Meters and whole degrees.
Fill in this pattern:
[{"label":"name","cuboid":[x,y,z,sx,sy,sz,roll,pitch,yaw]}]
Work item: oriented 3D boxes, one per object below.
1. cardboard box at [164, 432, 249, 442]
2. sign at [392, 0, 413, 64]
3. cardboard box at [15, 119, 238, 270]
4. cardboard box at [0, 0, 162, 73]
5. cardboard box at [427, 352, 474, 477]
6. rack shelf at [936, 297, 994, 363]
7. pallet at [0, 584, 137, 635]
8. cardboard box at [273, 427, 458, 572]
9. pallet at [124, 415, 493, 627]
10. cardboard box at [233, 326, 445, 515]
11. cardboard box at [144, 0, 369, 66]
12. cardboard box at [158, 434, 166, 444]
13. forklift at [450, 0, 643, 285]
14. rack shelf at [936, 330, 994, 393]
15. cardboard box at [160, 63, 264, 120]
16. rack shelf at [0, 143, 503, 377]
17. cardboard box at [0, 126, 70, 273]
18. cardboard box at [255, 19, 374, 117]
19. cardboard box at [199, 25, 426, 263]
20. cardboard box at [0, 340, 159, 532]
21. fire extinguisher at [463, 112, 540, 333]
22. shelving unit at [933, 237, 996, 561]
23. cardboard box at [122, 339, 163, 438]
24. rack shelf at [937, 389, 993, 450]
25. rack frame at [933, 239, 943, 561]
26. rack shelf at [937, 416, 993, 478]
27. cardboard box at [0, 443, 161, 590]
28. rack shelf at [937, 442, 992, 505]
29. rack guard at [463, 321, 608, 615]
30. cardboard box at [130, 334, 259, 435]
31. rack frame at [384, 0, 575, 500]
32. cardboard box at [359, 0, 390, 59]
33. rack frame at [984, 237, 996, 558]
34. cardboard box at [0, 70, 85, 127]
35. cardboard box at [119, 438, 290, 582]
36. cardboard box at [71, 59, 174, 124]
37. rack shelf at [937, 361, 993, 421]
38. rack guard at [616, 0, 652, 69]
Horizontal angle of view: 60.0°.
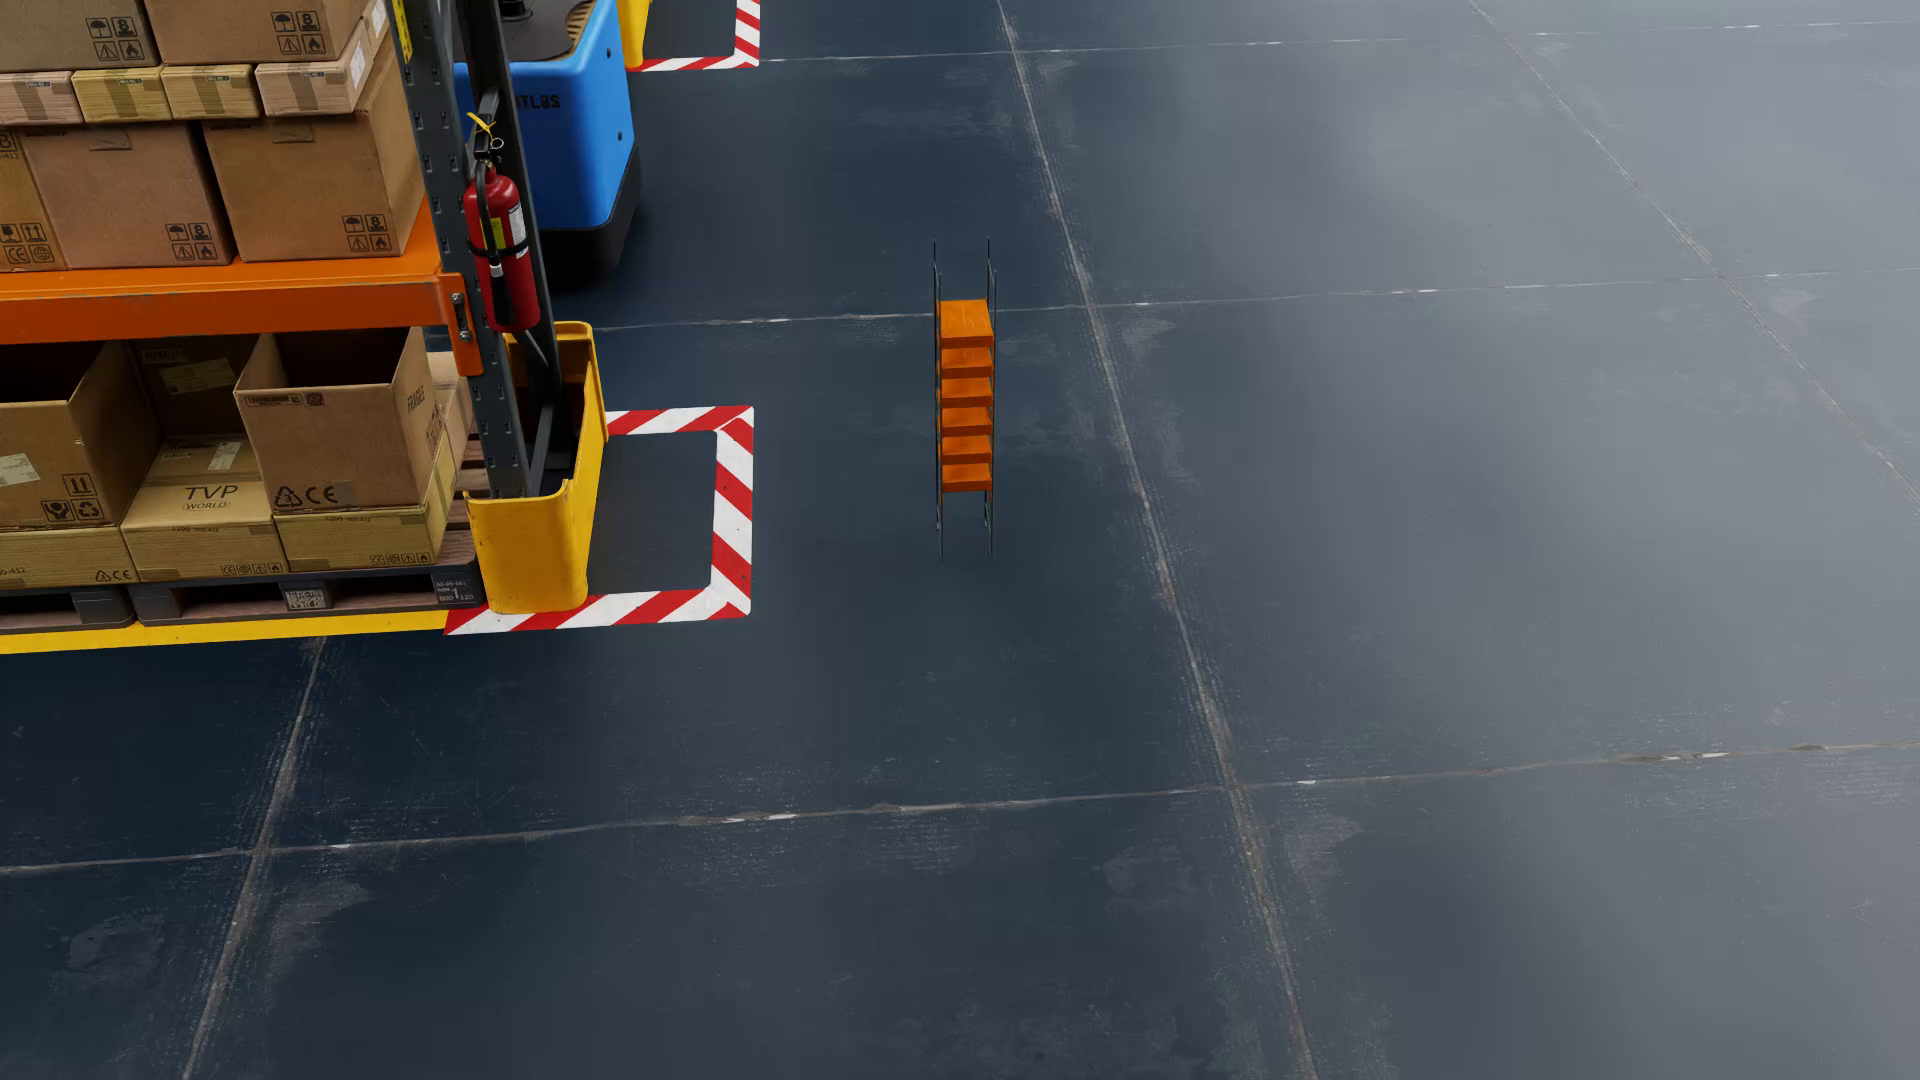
[{"label":"cardboard box","cuboid":[-2.638,-0.440,6.267,0.500,0.250,0.500,-3,38,-4]},{"label":"sign","cuboid":[-1.552,-1.489,4.589,0.005,0.325,0.100,-3,38,-4]},{"label":"cardboard box","cuboid":[-2.575,-1.267,5.353,0.500,0.500,0.700,-2,38,-3]},{"label":"cardboard box","cuboid":[-2.629,-1.773,4.947,0.500,0.500,0.700,-4,38,-5]},{"label":"cardboard box","cuboid":[-2.141,-0.470,6.305,0.500,0.250,0.500,-3,38,-4]},{"label":"rack shelf","cuboid":[0.014,-0.720,5.684,0.180,0.103,0.258,-3,38,-4]},{"label":"pallet","cuboid":[-3.557,-0.049,6.142,1.213,0.211,1.003,-3,38,-4]},{"label":"cardboard box","cuboid":[-2.095,-0.150,5.900,0.500,0.250,0.500,-3,38,-4]},{"label":"pallet","cuboid":[-2.345,-0.114,6.224,1.213,0.211,1.003,-3,38,-4]},{"label":"cardboard box","cuboid":[-2.095,-0.444,5.666,0.500,0.500,0.500,-3,38,-4]},{"label":"cardboard box","cuboid":[-2.106,-1.805,4.988,0.500,0.500,0.700,-3,38,-4]},{"label":"cardboard box","cuboid":[-3.136,-0.413,6.233,0.500,0.250,0.500,-3,38,-4]},{"label":"forklift","cuboid":[-3.117,-2.623,7.208,3.031,2.935,1.130,0,38,-1]},{"label":"rack shelf","cuboid":[0.014,-0.625,5.758,0.180,0.103,0.258,-3,38,-4]},{"label":"cardboard box","cuboid":[-2.211,-1.417,5.020,0.250,0.149,0.380,-2,38,-3]},{"label":"rack shelf","cuboid":[-3.579,-0.885,5.530,4.000,0.370,1.077,-3,38,-4]},{"label":"cardboard box","cuboid":[-3.071,-1.243,5.323,0.500,0.500,0.700,-3,38,-4]},{"label":"cardboard box","cuboid":[-1.950,-1.432,5.039,0.250,0.149,0.380,-4,38,-5]},{"label":"cardboard box","cuboid":[-2.053,-1.298,5.393,0.500,0.500,0.700,-3,38,-4]},{"label":"cardboard box","cuboid":[-3.089,-0.380,5.585,0.500,0.500,0.500,-3,38,-4]},{"label":"fire extinguisher","cuboid":[-1.428,-0.966,5.116,0.183,0.674,0.296,-3,38,-4]},{"label":"shelving unit","cuboid":[0.014,-0.472,5.879,0.189,1.200,0.258,-3,38,-4]},{"label":"cardboard box","cuboid":[-3.135,-0.700,5.992,0.500,0.500,0.500,-3,38,-4]},{"label":"rack shelf","cuboid":[0.014,-0.437,5.907,0.180,0.103,0.258,-3,38,-4]},{"label":"rack frame","cuboid":[-0.077,-0.467,5.873,0.006,1.200,0.240,-3,38,-4]},{"label":"rack shelf","cuboid":[0.014,-0.343,5.981,0.180,0.103,0.258,-3,38,-4]},{"label":"cardboard box","cuboid":[-3.090,-0.087,5.820,0.500,0.250,0.500,-3,38,-4]},{"label":"rack shelf","cuboid":[0.014,-0.249,6.056,0.180,0.103,0.258,-3,38,-4]},{"label":"rack guard","cuboid":[-1.563,-0.297,6.223,0.348,0.500,1.175,-3,38,-4]},{"label":"cardboard box","cuboid":[-2.638,-0.736,6.036,0.500,0.500,0.500,-3,38,-4]},{"label":"rack frame","cuboid":[-1.587,-1.277,5.447,0.127,3.000,1.000,-3,38,-4]},{"label":"cardboard box","cuboid":[-1.997,-1.682,5.356,0.250,0.149,0.380,-3,38,-4]},{"label":"rack frame","cuboid":[0.106,-0.477,5.886,0.006,1.200,0.240,-3,38,-4]},{"label":"cardboard box","cuboid":[-2.716,-1.390,4.986,0.250,0.149,0.380,-3,38,-3]},{"label":"cardboard box","cuboid":[-2.592,-0.116,5.856,0.500,0.250,0.500,-3,38,-4]},{"label":"cardboard box","cuboid":[-2.466,-1.403,5.002,0.250,0.149,0.380,-4,38,-5]},{"label":"rack shelf","cuboid":[0.014,-0.531,5.833,0.180,0.103,0.258,-3,38,-4]},{"label":"rack guard","cuboid":[-2.093,-3.319,10.052,0.348,0.500,1.175,-3,38,-4]}]
